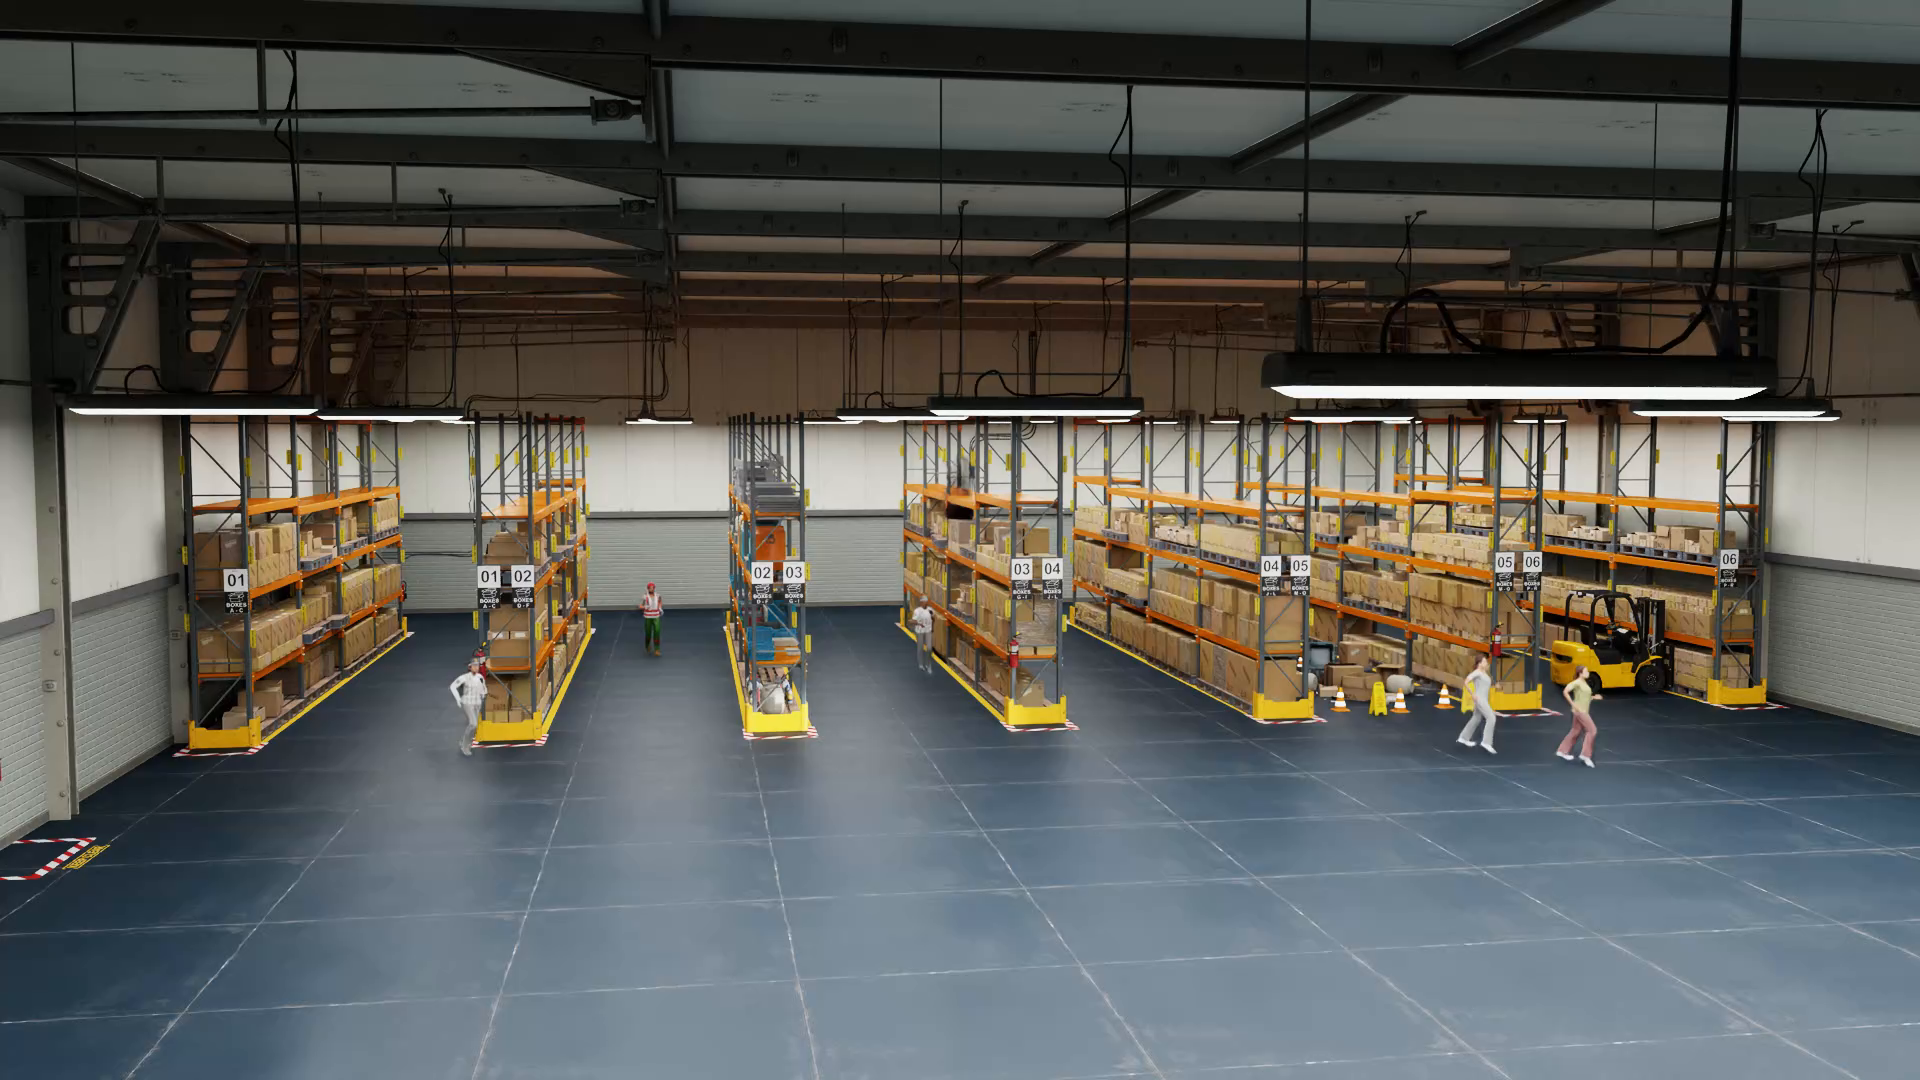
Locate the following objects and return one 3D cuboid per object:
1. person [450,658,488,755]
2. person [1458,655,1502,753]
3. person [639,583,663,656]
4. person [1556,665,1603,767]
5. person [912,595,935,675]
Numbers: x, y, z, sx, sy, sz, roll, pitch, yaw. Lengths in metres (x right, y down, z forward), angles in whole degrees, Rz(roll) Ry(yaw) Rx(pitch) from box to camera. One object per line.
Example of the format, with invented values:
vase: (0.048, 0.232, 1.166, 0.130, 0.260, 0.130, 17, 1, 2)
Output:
person: (-8.577, 2.919, 29.210, 0.646, 1.709, 0.604, 3, 5, 39)
person: (9.182, 2.887, 29.379, 0.754, 1.724, 0.533, 2, 4, 28)
person: (-7.727, 1.966, 41.663, 0.644, 1.806, 0.915, -2, 4, -22)
person: (10.519, 2.976, 28.254, 0.732, 1.717, 0.558, 2, 4, 30)
person: (-0.789, 2.110, 36.983, 0.572, 1.776, 0.685, -1, 4, -13)
